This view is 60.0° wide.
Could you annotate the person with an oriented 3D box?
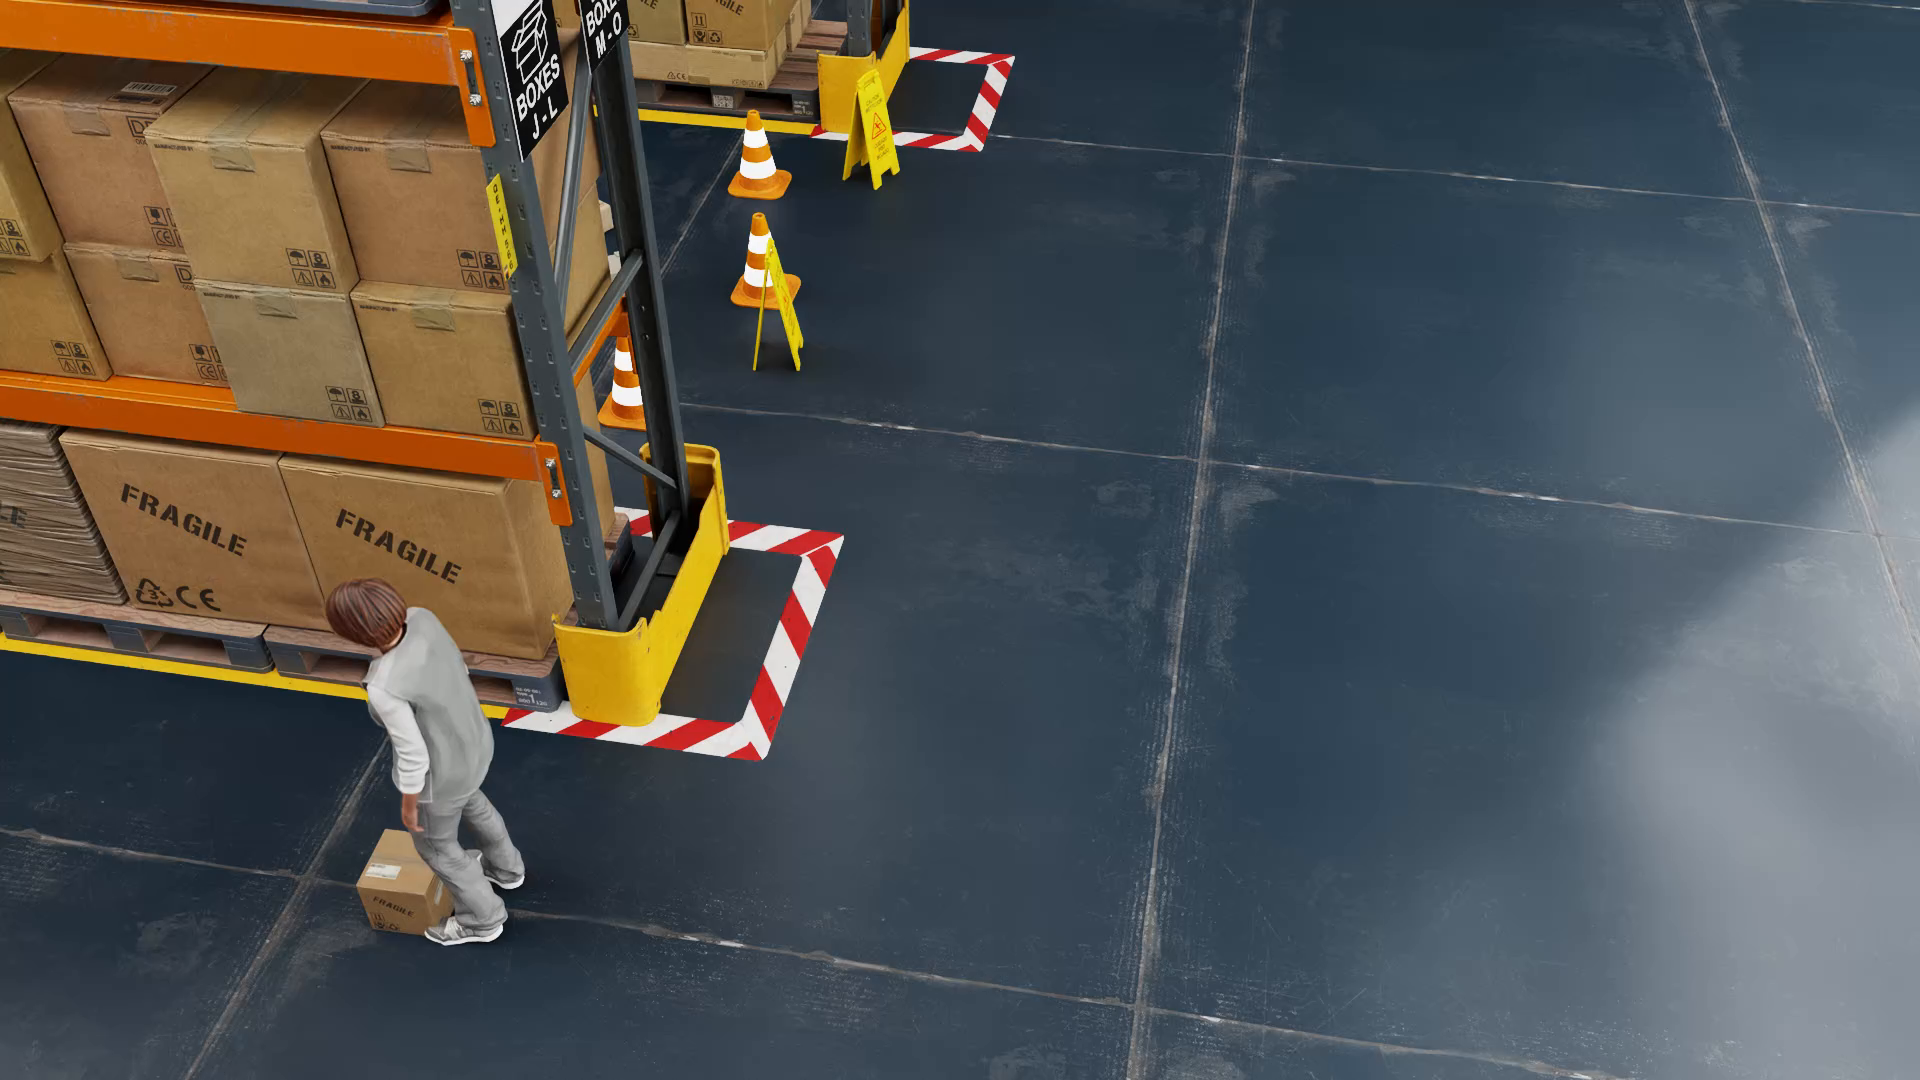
[{"bbox_3d":[-1.679,0.716,5.348,0.346,1.591,0.476,4,41,5],"label":"person"}]
